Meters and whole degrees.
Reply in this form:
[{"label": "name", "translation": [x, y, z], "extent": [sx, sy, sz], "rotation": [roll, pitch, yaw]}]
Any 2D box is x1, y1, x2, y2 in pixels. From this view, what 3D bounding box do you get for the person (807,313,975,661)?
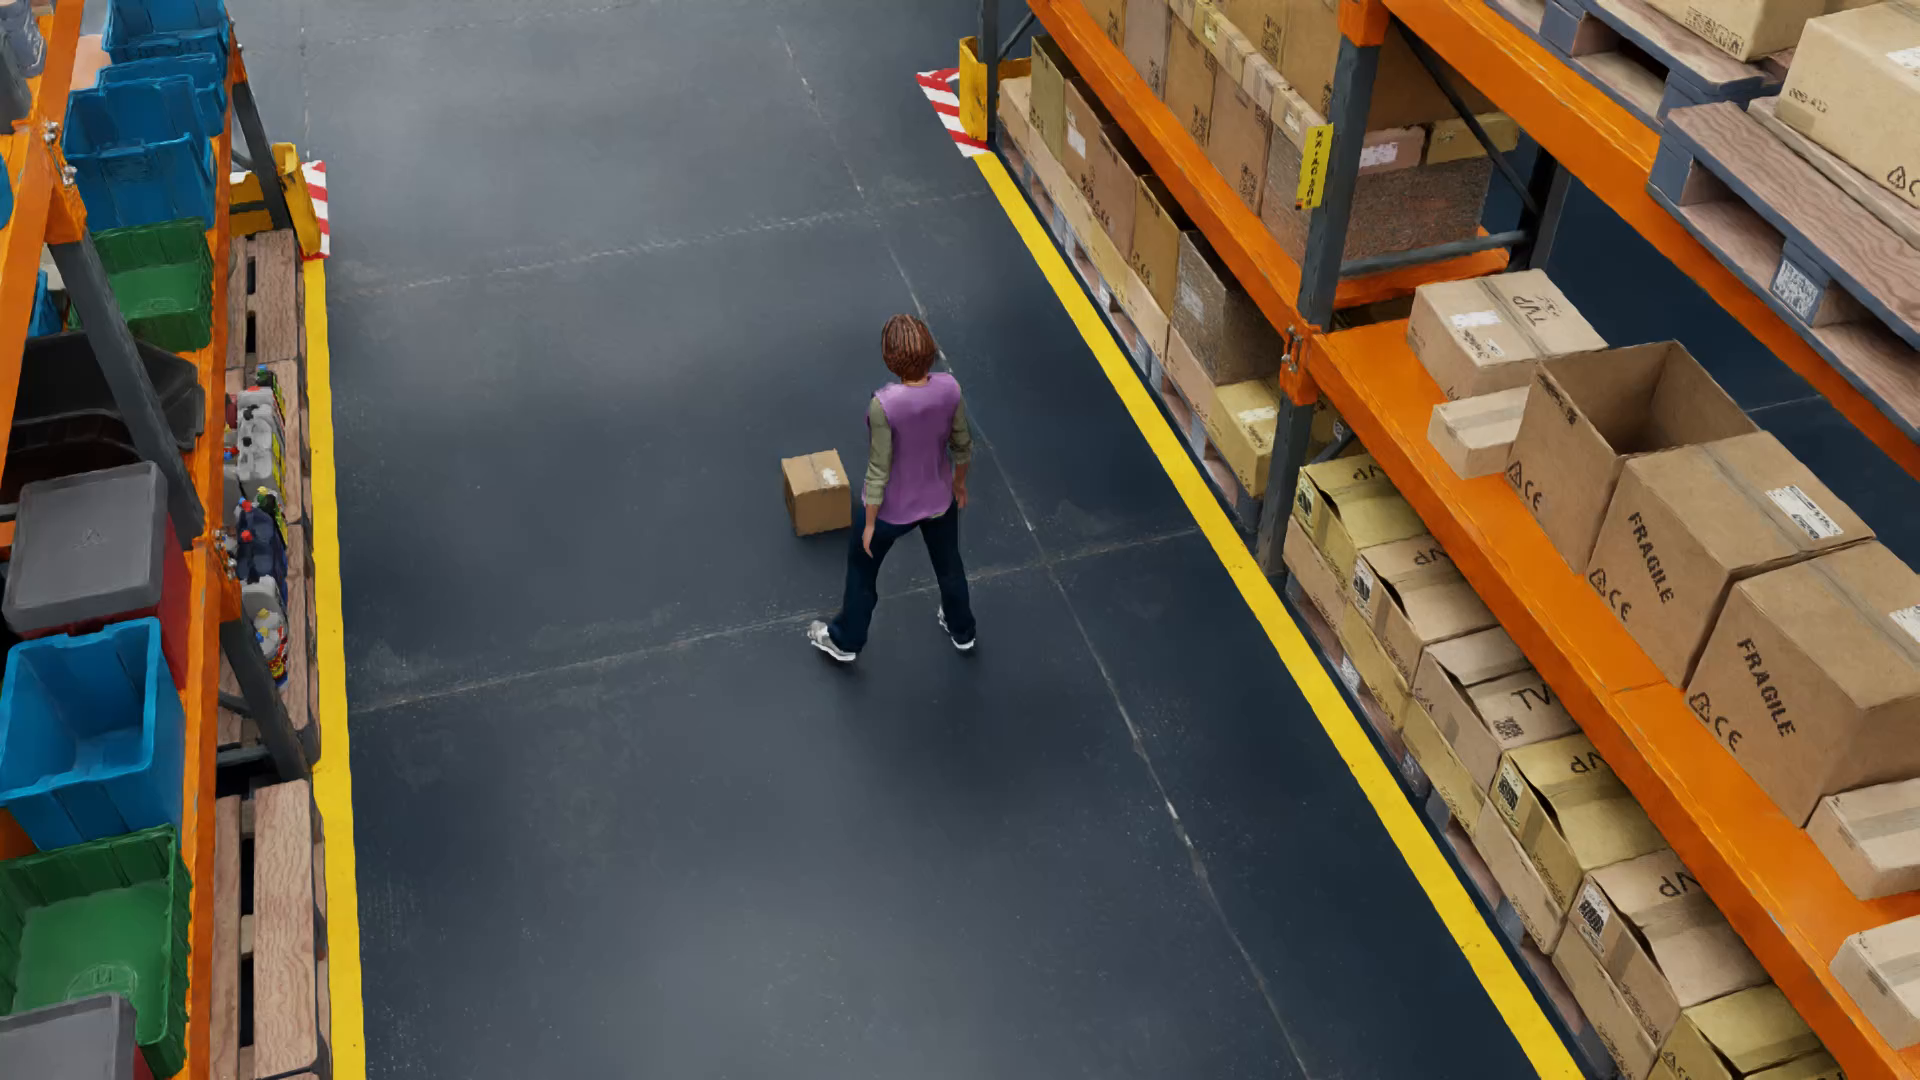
[{"label": "person", "translation": [-0.268, -0.160, 6.316], "extent": [0.623, 1.591, 0.448], "rotation": [-21, 47, -21]}]
